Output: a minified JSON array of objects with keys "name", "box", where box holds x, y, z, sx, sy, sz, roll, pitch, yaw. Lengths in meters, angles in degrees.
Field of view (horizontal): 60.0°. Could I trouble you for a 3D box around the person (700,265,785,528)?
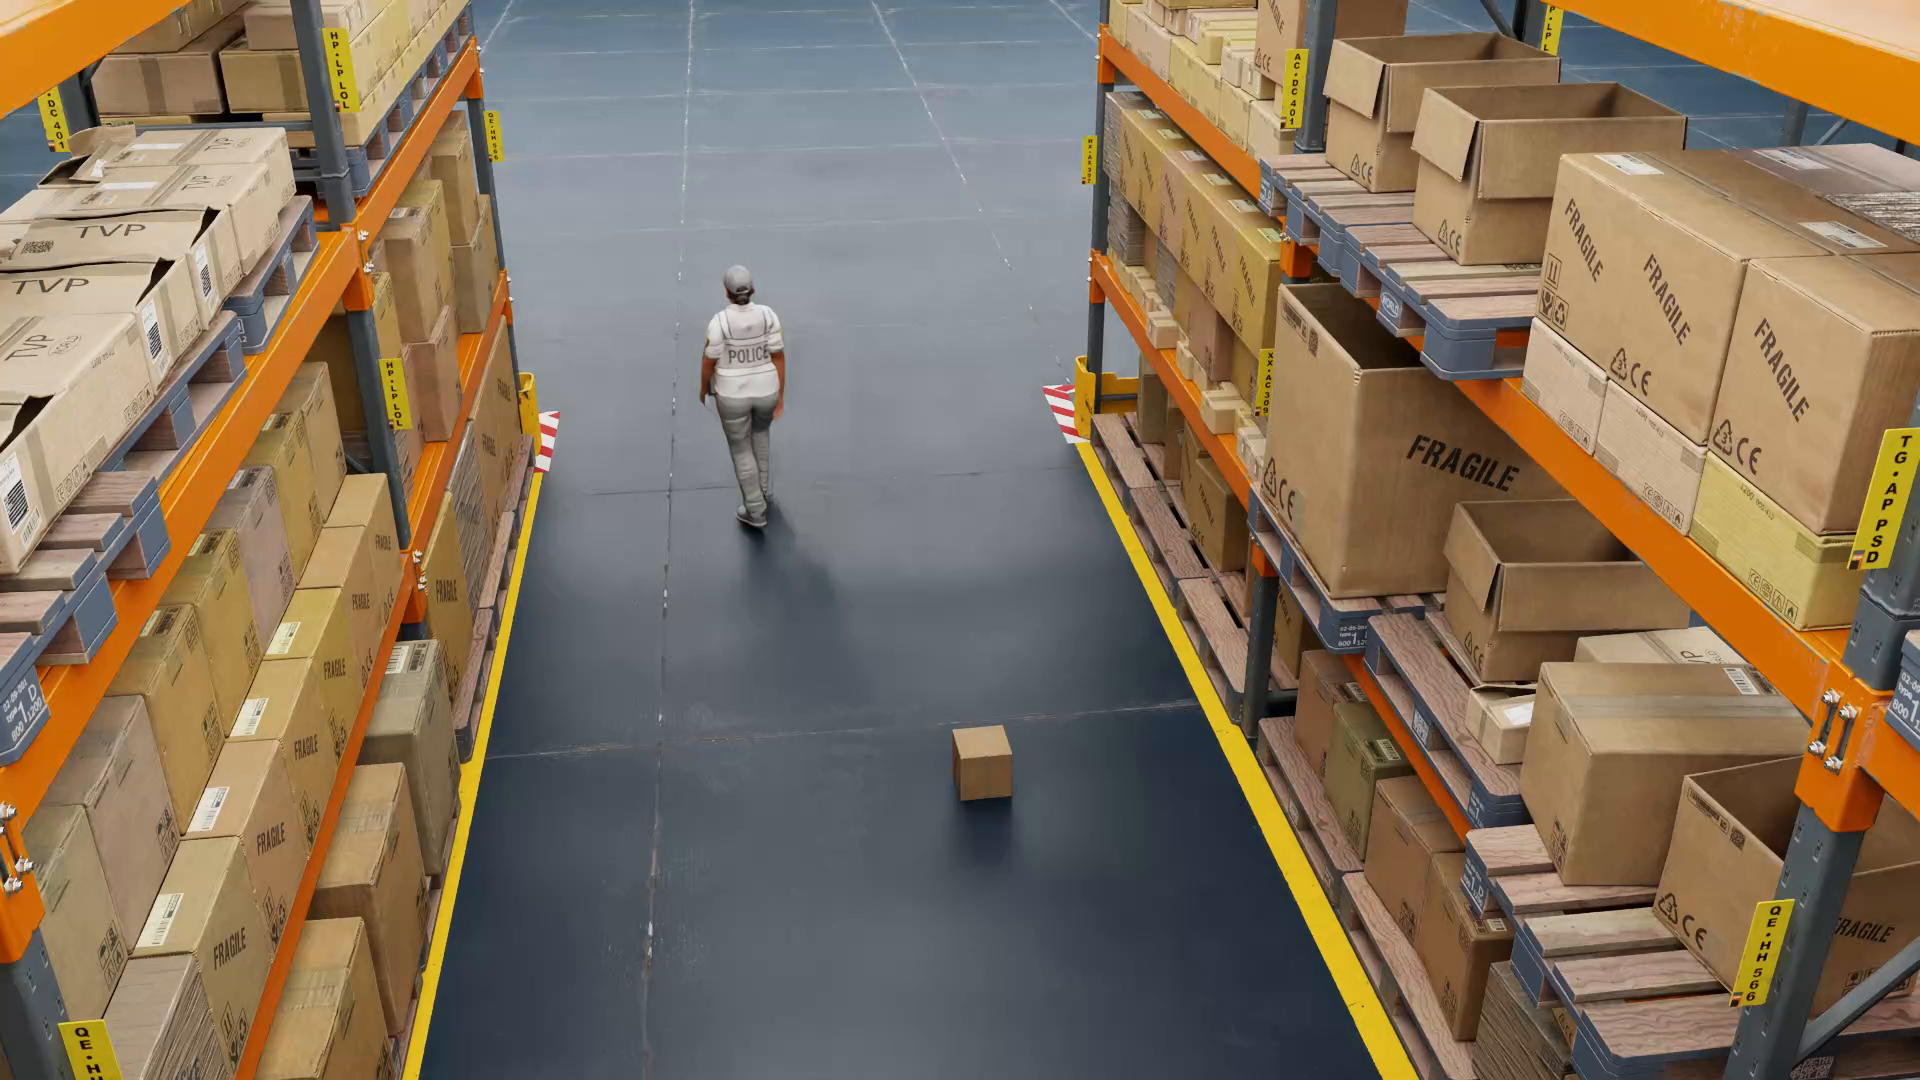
[{"name":"person","box":[-1.374,-0.908,10.403,0.486,1.710,0.683,-15,31,-26]}]
